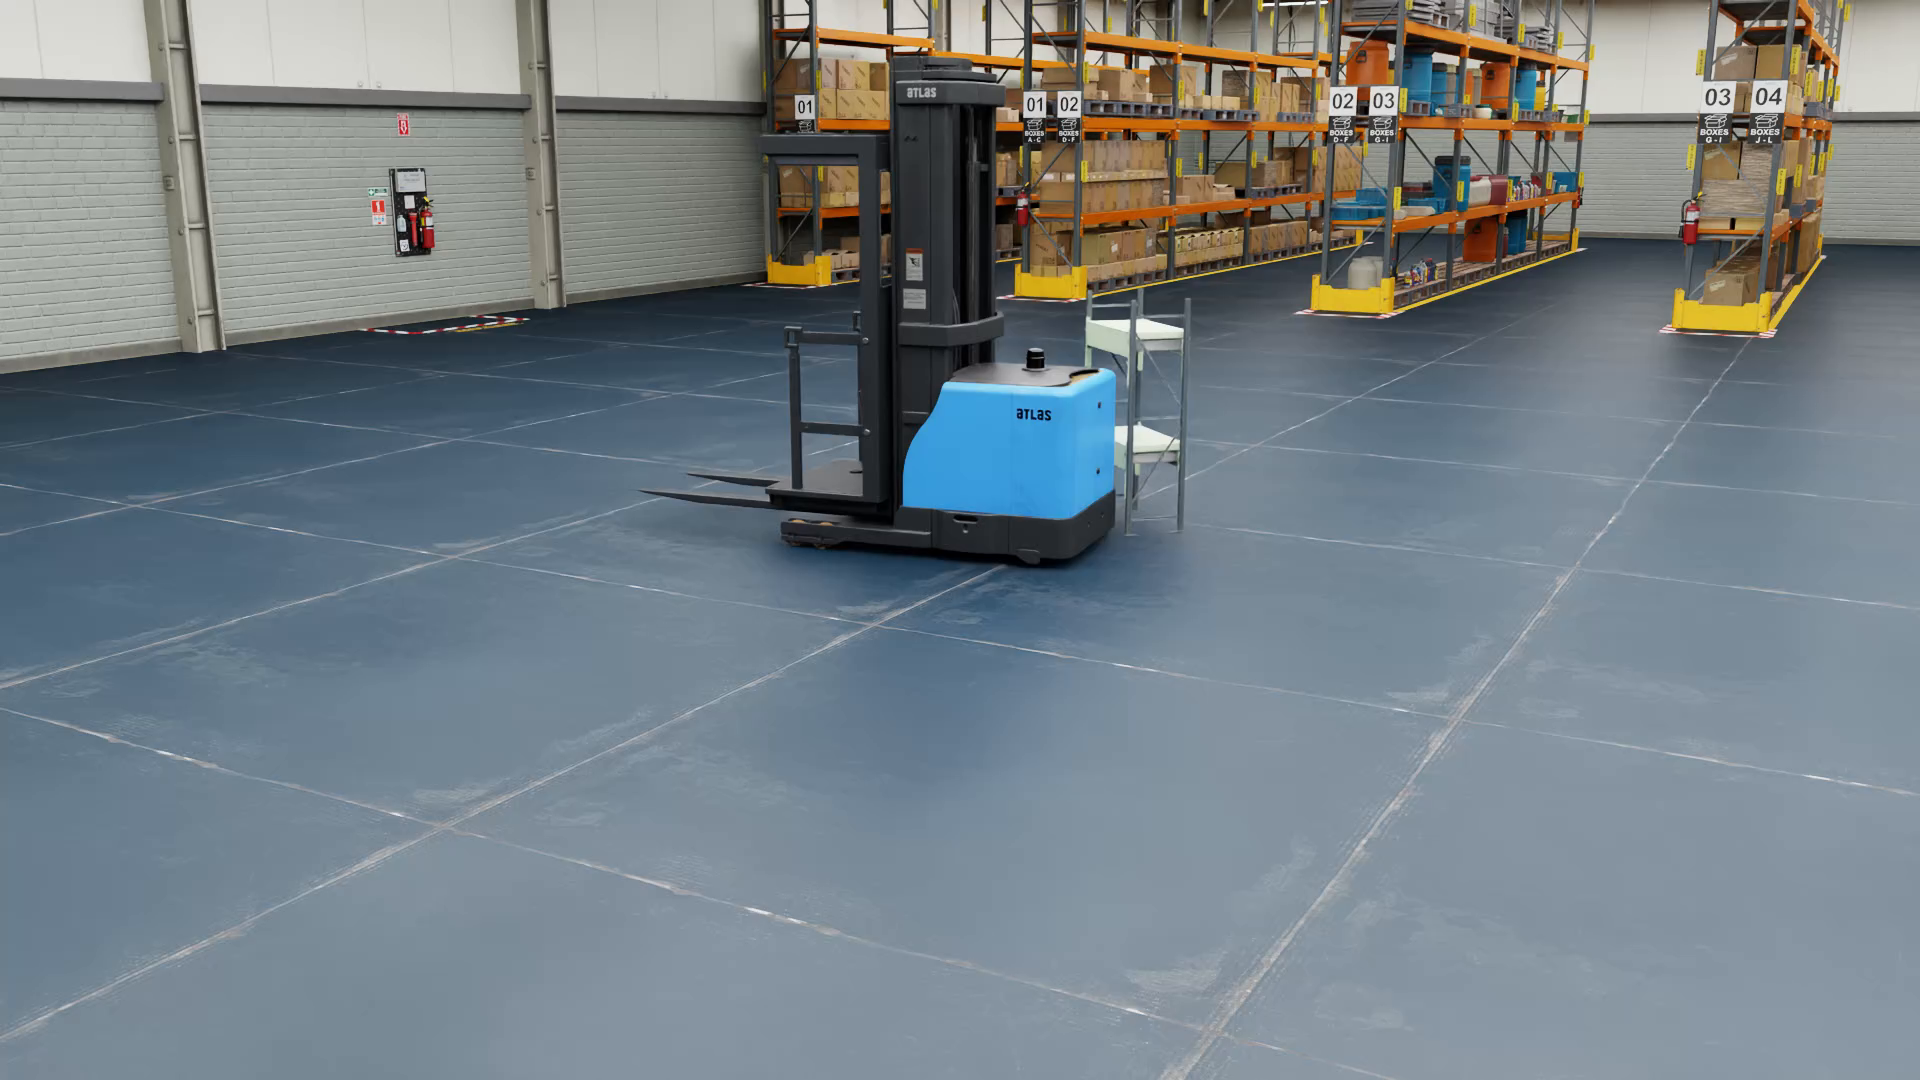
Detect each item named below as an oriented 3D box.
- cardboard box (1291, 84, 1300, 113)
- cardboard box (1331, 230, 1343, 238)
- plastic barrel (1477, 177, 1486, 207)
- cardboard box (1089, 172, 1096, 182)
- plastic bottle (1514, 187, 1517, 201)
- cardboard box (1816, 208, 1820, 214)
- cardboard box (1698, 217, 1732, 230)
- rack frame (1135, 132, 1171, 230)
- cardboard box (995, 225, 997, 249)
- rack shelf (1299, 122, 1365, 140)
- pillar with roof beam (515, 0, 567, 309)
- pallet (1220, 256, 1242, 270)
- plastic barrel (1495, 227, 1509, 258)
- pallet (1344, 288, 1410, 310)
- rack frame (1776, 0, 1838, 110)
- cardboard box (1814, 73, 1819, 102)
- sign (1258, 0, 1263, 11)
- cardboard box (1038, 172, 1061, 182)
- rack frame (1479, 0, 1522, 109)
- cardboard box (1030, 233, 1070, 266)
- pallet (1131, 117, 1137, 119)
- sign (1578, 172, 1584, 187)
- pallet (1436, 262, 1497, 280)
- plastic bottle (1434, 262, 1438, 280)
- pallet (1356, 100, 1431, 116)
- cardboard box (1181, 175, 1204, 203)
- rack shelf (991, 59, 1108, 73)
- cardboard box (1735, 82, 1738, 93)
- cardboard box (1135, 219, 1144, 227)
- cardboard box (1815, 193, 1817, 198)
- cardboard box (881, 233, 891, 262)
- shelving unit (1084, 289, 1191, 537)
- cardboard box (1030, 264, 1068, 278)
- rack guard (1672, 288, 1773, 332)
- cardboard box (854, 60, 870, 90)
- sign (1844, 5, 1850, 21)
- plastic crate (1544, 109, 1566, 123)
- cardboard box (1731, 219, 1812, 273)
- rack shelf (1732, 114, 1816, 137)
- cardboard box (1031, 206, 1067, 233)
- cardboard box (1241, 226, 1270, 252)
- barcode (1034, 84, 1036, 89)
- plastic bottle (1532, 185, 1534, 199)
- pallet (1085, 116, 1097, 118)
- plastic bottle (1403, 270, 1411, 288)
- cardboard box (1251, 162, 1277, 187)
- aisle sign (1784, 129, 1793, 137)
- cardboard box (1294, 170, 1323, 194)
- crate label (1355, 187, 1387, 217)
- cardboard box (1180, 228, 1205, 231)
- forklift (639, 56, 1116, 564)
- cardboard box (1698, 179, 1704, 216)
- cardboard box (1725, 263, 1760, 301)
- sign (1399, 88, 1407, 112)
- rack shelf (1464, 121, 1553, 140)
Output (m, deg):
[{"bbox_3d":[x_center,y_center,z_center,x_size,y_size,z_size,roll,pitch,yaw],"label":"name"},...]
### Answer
[{"bbox_3d":[6.963,-9.524,35.917,0.600,0.600,0.600,6,15,23],"label":"cardboard box"},{"bbox_3d":[8.672,-7.227,39.037,0.500,0.250,0.500,7,15,28],"label":"cardboard box"},{"bbox_3d":[9.158,-6.210,29.653,0.421,0.512,0.421,0,14,0],"label":"plastic barrel"},{"bbox_3d":[1.974,-5.872,26.894,0.380,0.149,0.250,7,15,27],"label":"cardboard box"},{"bbox_3d":[10.691,-6.677,32.104,0.097,0.271,0.097,0,14,0],"label":"plastic bottle"},{"bbox_3d":[17.196,-6.402,34.324,0.875,0.875,0.875,7,15,28],"label":"cardboard box"},{"bbox_3d":[10.097,-4.234,22.234,0.380,0.149,0.250,7,15,28],"label":"cardboard box"},{"bbox_3d":[4.867,-9.241,42.464,1.000,3.000,0.127,7,15,28],"label":"rack frame"},{"bbox_3d":[0.346,-6.352,34.877,0.700,0.500,0.500,7,15,28],"label":"cardboard box"},{"bbox_3d":[8.238,-9.379,38.170,1.077,0.370,4.000,7,15,28],"label":"rack shelf"},{"bbox_3d":[-2.419,-7.398,22.018,9.100,9.000,0.400,7,15,28],"label":"pillar with roof beam"},{"bbox_3d":[4.905,-5.519,32.976,1.003,0.211,1.213,7,15,28],"label":"pallet"},{"bbox_3d":[10.439,-5.843,32.619,0.600,0.588,0.708,7,15,28],"label":"plastic barrel"},{"bbox_3d":[6.197,-3.667,25.295,1.003,0.211,1.213,7,15,28],"label":"pallet"},{"bbox_3d":[15.941,-9.653,31.374,1.000,3.000,0.127,7,15,28],"label":"rack frame"},{"bbox_3d":[13.996,-7.540,27.727,0.500,0.500,0.500,8,16,30],"label":"cardboard box"},{"bbox_3d":[5.825,-10.425,32.243,0.100,0.325,0.005,7,15,28],"label":"sign"},{"bbox_3d":[1.488,-5.862,26.850,0.380,0.149,0.250,7,15,27],"label":"cardboard box"},{"bbox_3d":[9.672,-9.394,30.297,1.000,3.000,0.127,7,15,28],"label":"rack frame"},{"bbox_3d":[1.469,-4.774,27.305,0.500,0.500,0.500,7,15,28],"label":"cardboard box"},{"bbox_3d":[3.929,-10.251,40.445,1.003,0.211,1.213,7,15,28],"label":"pallet"},{"bbox_3d":[14.029,-8.139,37.545,0.100,0.325,0.005,7,15,28],"label":"sign"},{"bbox_3d":[9.263,-4.967,30.686,1.003,0.211,1.213,7,15,28],"label":"pallet"},{"bbox_3d":[7.794,-4.414,27.299,0.061,0.283,0.133,8,16,31],"label":"plastic bottle"},{"bbox_3d":[6.290,-6.361,24.521,1.003,0.211,1.213,7,15,28],"label":"pallet"},{"bbox_3d":[4.286,-6.634,31.436,0.500,0.500,0.500,7,15,28],"label":"cardboard box"},{"bbox_3d":[1.966,-10.382,36.786,1.077,0.370,4.000,7,15,28],"label":"rack shelf"},{"bbox_3d":[10.001,-5.946,21.867,0.380,0.149,0.250,7,15,28],"label":"cardboard box"},{"bbox_3d":[4.132,-7.869,41.211,0.700,0.500,0.500,7,15,26],"label":"cardboard box"},{"bbox_3d":[16.376,-6.638,32.202,0.380,0.149,0.250,7,15,28],"label":"cardboard box"},{"bbox_3d":[-1.401,-5.560,31.592,0.500,0.500,0.500,6,15,24],"label":"cardboard box"},{"bbox_3d":[1.137,-0.849,10.851,0.431,1.500,0.755,-4,14,-17],"label":"shelving unit"},{"bbox_3d":[1.471,-4.409,27.392,0.500,0.250,0.500,7,15,28],"label":"cardboard box"},{"bbox_3d":[10.177,-3.075,22.222,1.175,0.500,0.348,7,15,28],"label":"rack guard"},{"bbox_3d":[-1.944,-8.216,29.424,0.500,0.500,0.500,8,16,30],"label":"cardboard box"},{"bbox_3d":[18.343,-10.902,34.392,0.100,0.325,0.005,7,15,28],"label":"sign"},{"bbox_3d":[12.446,-8.916,34.996,0.497,0.269,0.590,7,15,28],"label":"plastic crate"},{"bbox_3d":[14.359,-5.226,29.450,1.225,0.875,0.875,7,15,25],"label":"cardboard box"},{"bbox_3d":[13.041,-6.614,26.703,1.077,0.370,4.000,7,15,28],"label":"rack shelf"},{"bbox_3d":[1.899,-7.074,37.166,0.750,0.750,0.750,7,15,28],"label":"cardboard box"},{"bbox_3d":[6.056,-6.207,34.274,0.500,0.500,0.500,7,15,26],"label":"cardboard box"},{"bbox_3d":[1.194,-7.255,26.587,0.001,0.075,0.075,7,15,28],"label":"barcode"},{"bbox_3d":[11.521,-7.045,33.621,0.152,0.276,0.135,7,15,28],"label":"plastic bottle"},{"bbox_3d":[2.533,-9.592,37.928,0.805,0.209,1.217,7,15,26],"label":"pallet"},{"bbox_3d":[6.954,-4.060,25.857,0.097,0.271,0.097,0,14,0],"label":"plastic bottle"},{"bbox_3d":[6.153,-7.600,34.548,0.700,0.500,0.500,11,17,38],"label":"cardboard box"},{"bbox_3d":[17.647,-8.870,35.378,0.394,0.787,0.004,7,15,28],"label":"aisle sign"},{"bbox_3d":[7.756,-7.982,37.029,0.500,0.500,0.500,8,16,30],"label":"cardboard box"},{"bbox_3d":[6.458,-5.261,25.882,0.502,0.435,0.616,7,15,28],"label":"crate label"},{"bbox_3d":[4.581,-5.996,32.780,0.500,0.311,0.500,7,15,27],"label":"cardboard box"},{"bbox_3d":[-0.581,-1.478,10.411,3.031,2.935,1.130,5,15,21],"label":"forklift"},{"bbox_3d":[10.567,-4.694,22.755,0.875,0.500,0.500,7,15,28],"label":"cardboard box"},{"bbox_3d":[11.344,-3.752,24.135,0.500,0.500,0.500,6,15,23],"label":"cardboard box"},{"bbox_3d":[6.284,-6.235,23.578,0.100,0.325,0.005,7,15,28],"label":"sign"},{"bbox_3d":[10.639,-7.996,32.435,1.077,0.370,4.000,7,15,28],"label":"rack shelf"}]
